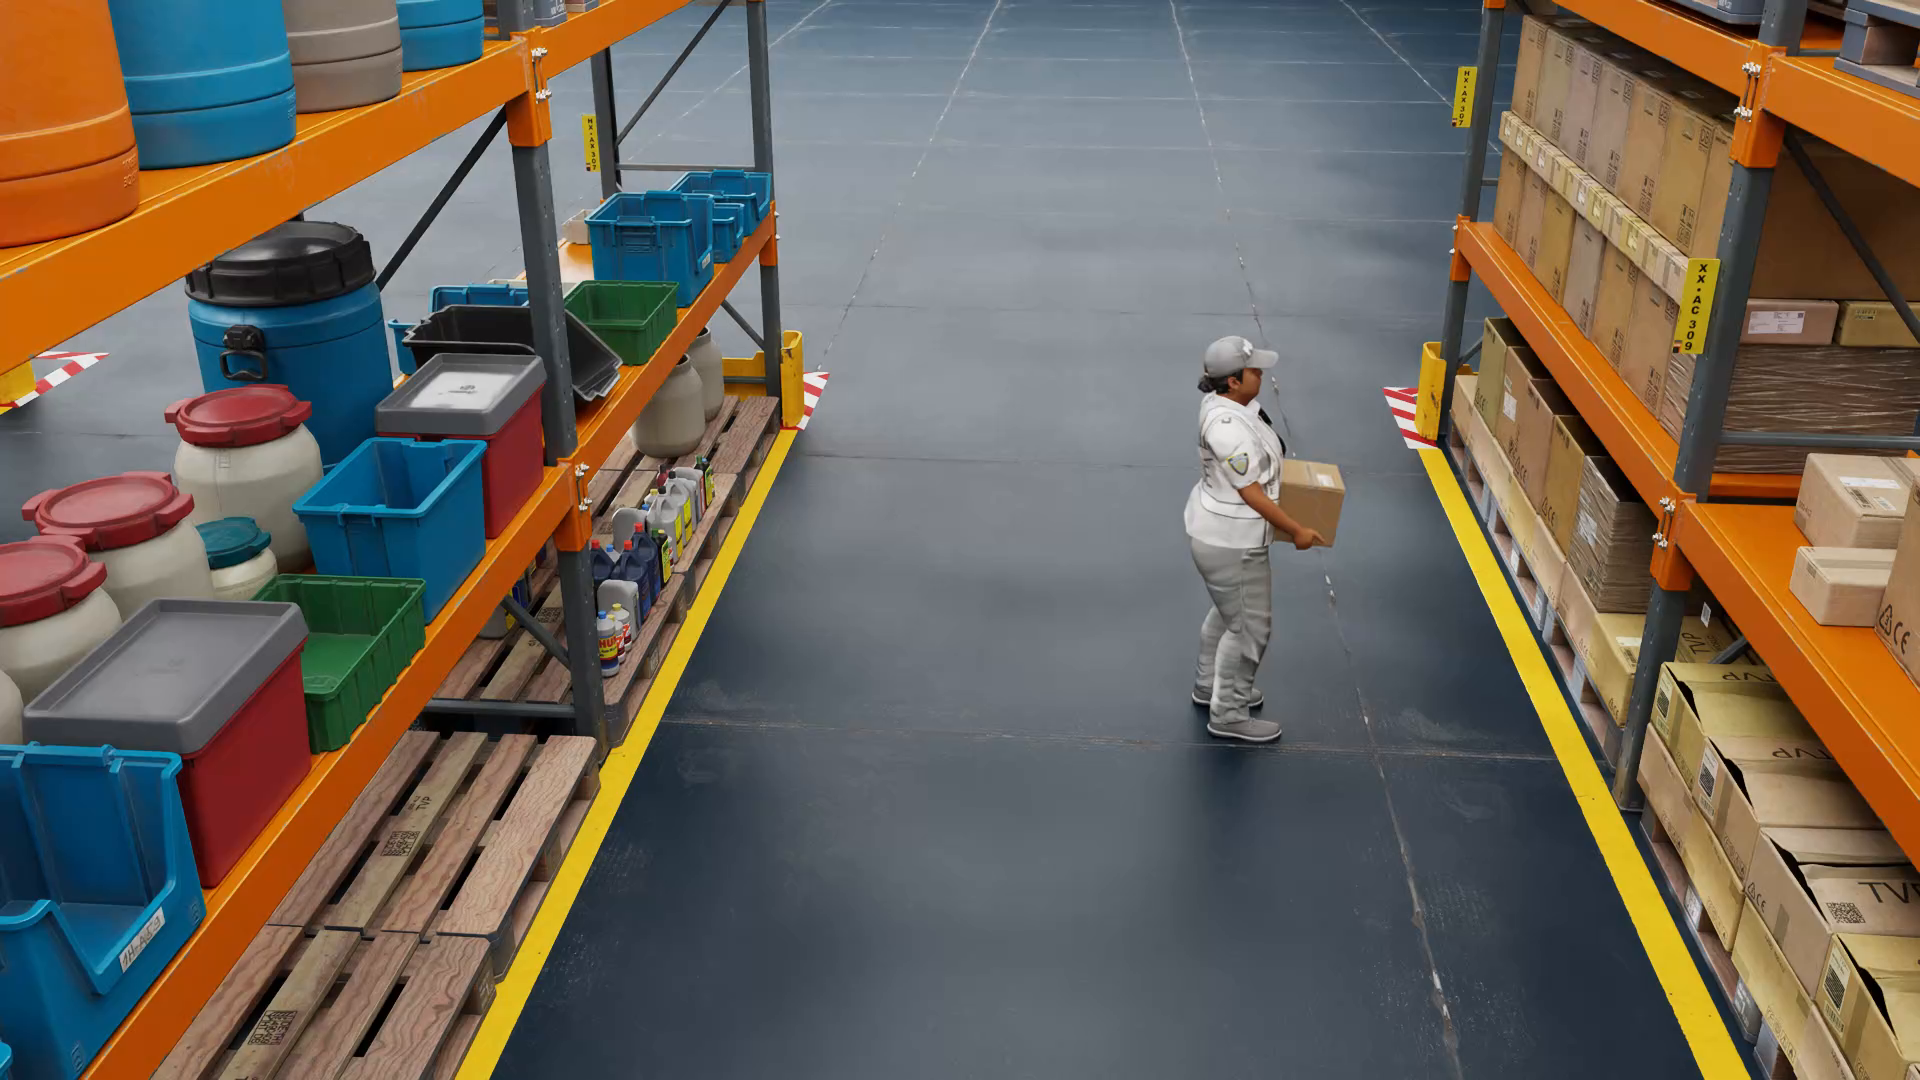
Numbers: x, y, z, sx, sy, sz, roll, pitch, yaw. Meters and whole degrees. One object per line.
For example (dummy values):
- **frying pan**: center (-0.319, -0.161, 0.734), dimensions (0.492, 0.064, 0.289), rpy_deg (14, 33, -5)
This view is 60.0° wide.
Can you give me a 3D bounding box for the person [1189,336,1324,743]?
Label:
- **person**: center (1.168, -0.005, 6.624), dimensions (0.515, 1.653, 0.447), rpy_deg (2, 25, 4)
